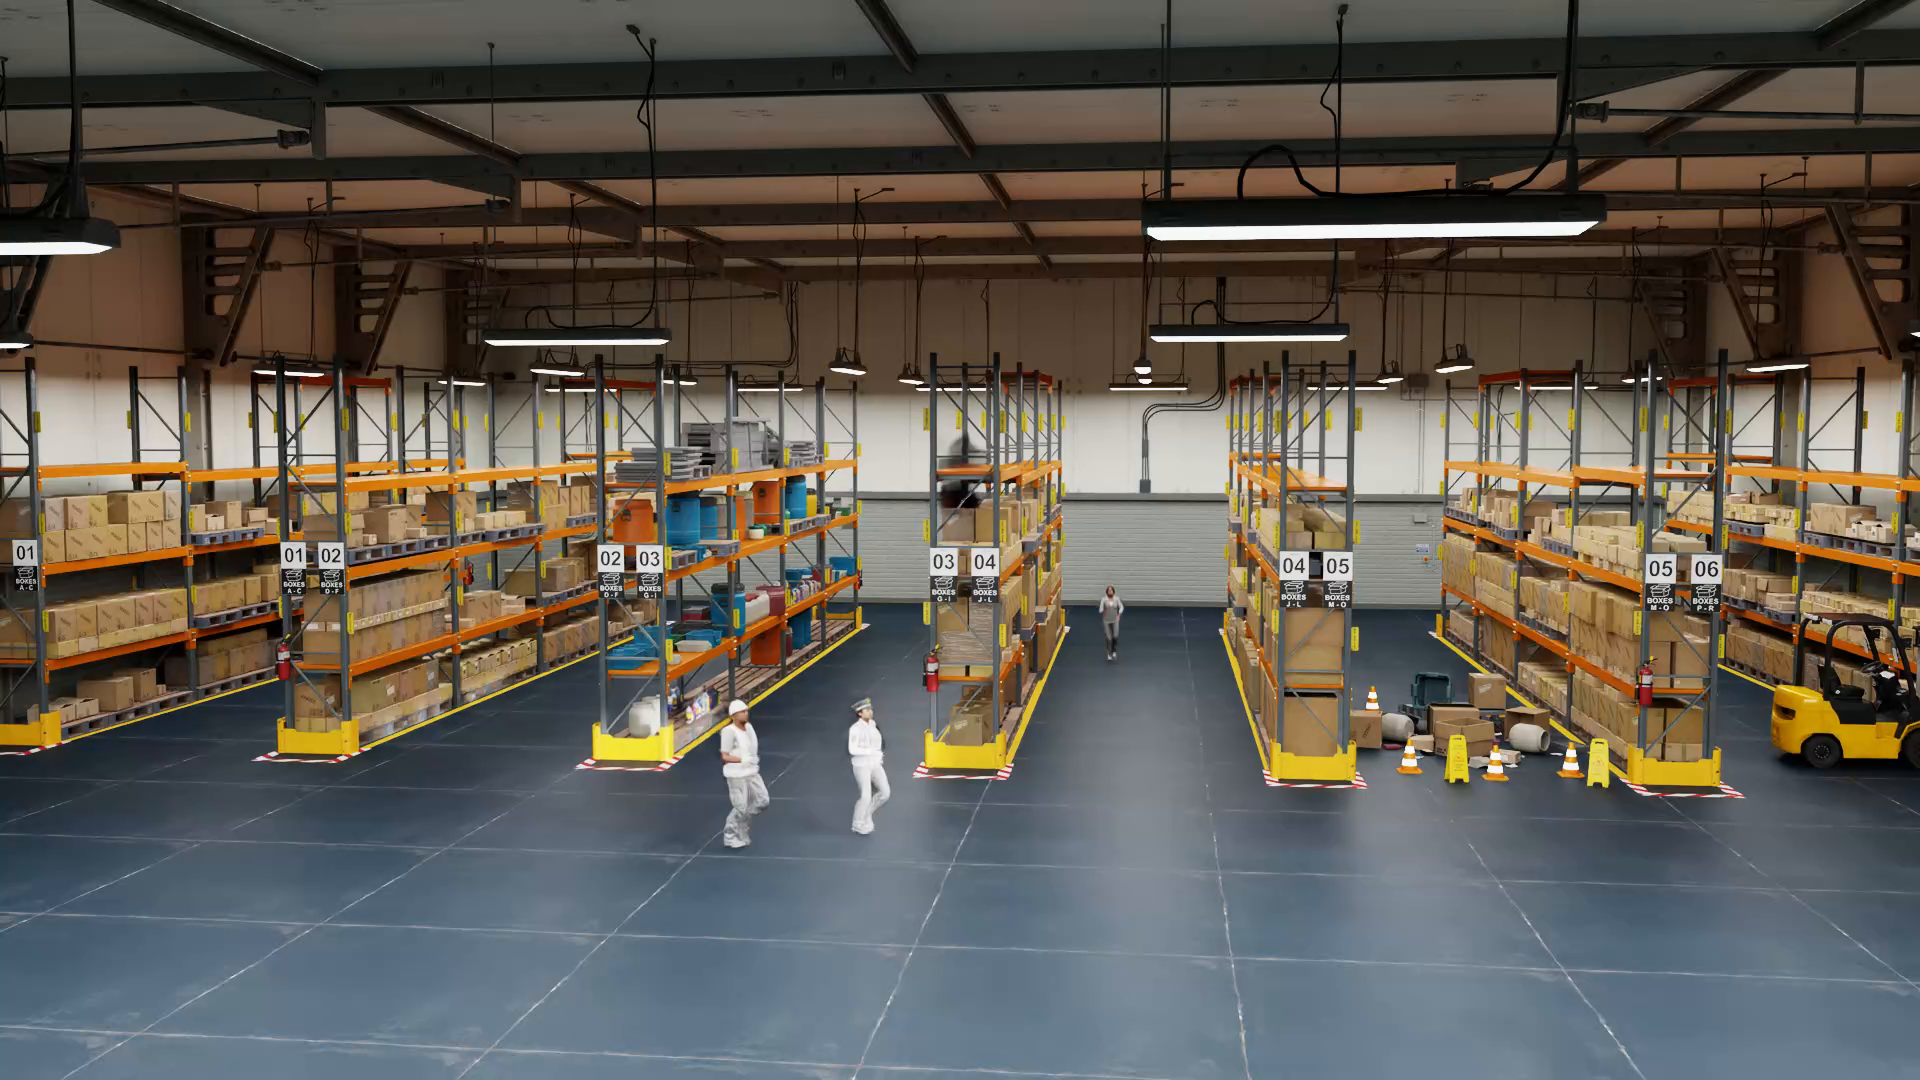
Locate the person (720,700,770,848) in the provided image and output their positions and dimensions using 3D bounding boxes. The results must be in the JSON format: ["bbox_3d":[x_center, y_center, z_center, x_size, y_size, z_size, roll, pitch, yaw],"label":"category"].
[{"bbox_3d":[-2.497,2.741,19.450,0.629,1.743,0.656,2,5,30],"label":"person"}]

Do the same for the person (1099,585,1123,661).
[{"bbox_3d":[3.164,1.745,34.790,0.519,1.582,0.615,0,4,3],"label":"person"}]

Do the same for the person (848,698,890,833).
[{"bbox_3d":[-1.073,2.736,20.138,0.570,1.662,0.600,3,5,39],"label":"person"}]
